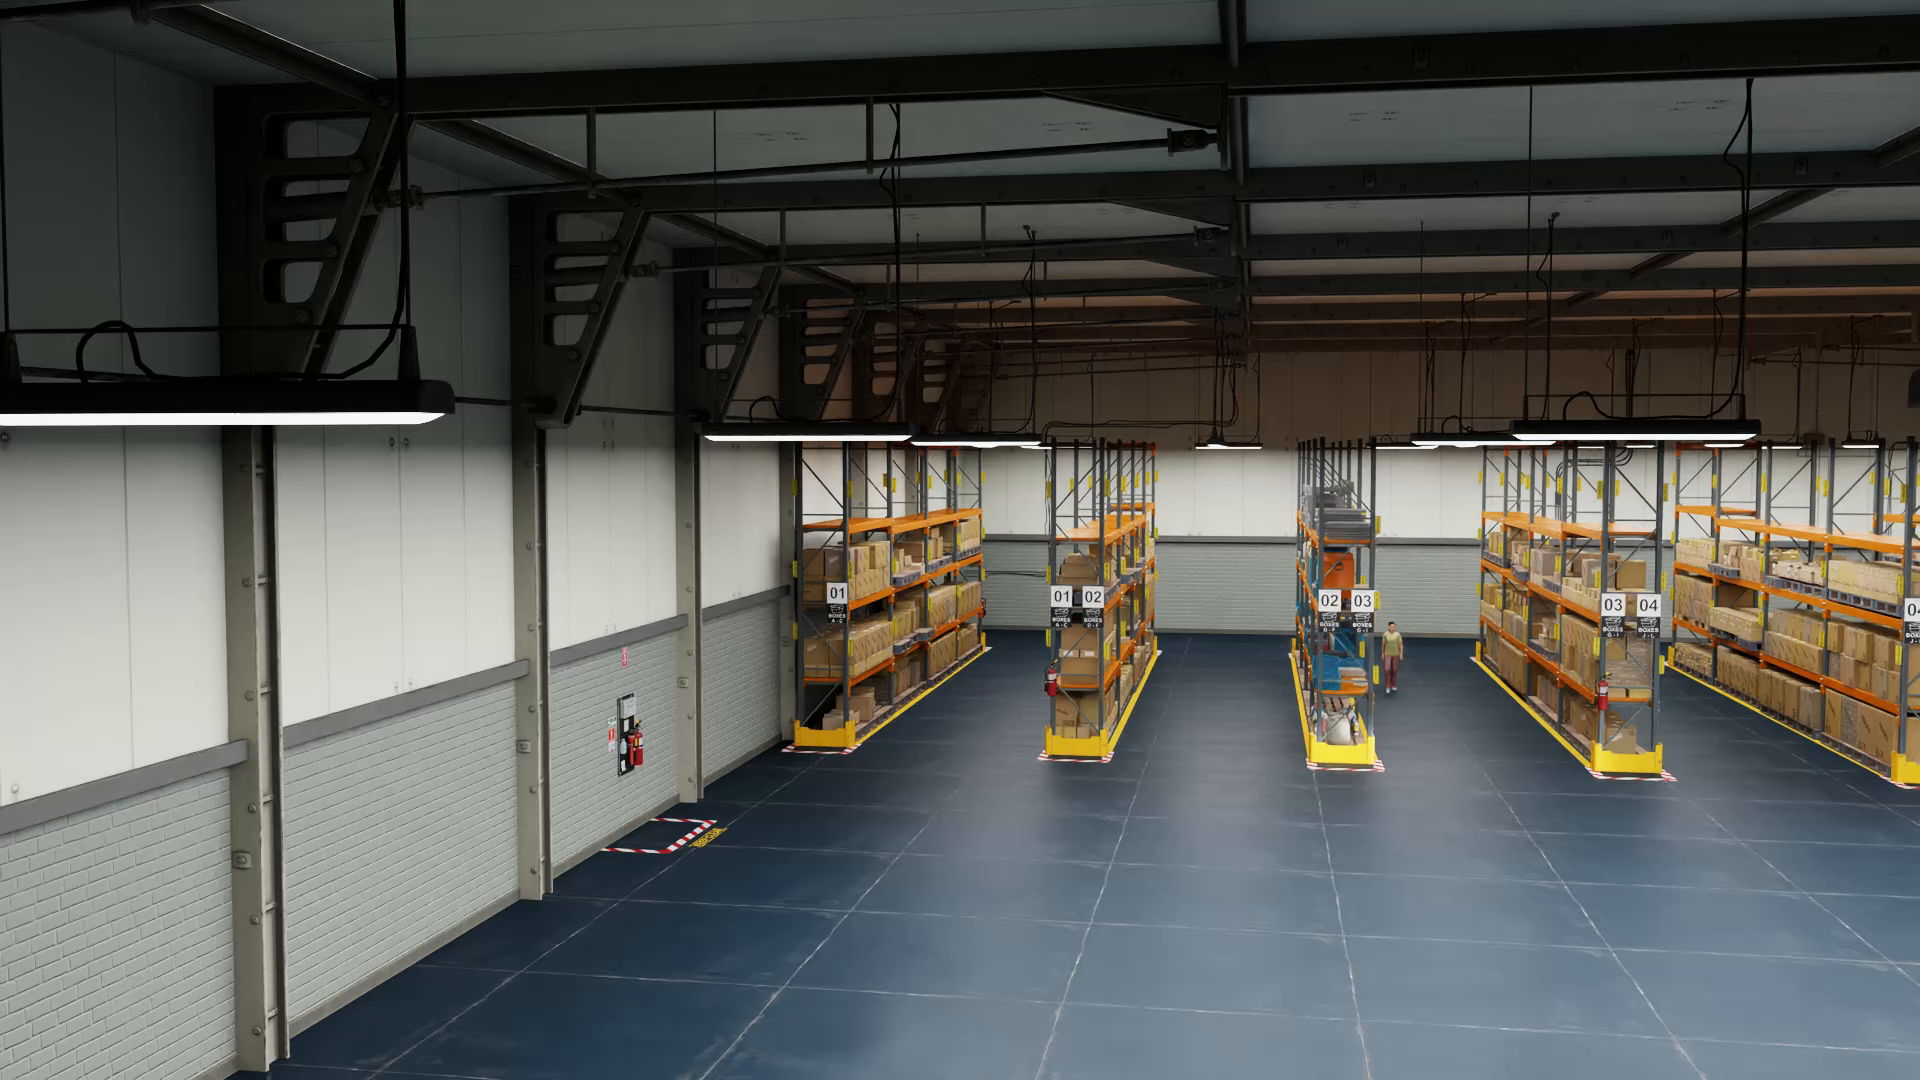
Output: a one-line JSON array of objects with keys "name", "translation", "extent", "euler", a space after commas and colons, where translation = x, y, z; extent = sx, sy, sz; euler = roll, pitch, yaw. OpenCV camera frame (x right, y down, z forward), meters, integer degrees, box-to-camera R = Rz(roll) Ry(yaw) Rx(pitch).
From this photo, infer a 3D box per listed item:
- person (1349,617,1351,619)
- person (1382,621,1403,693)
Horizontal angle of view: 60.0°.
[{"name": "person", "translation": [11.350, 2.291, 47.806], "extent": [0.504, 1.765, 0.559], "euler": [0, 3, -5]}, {"name": "person", "translation": [10.344, 2.798, 39.780], "extent": [0.490, 1.725, 0.537], "euler": [1, 3, 11]}]
